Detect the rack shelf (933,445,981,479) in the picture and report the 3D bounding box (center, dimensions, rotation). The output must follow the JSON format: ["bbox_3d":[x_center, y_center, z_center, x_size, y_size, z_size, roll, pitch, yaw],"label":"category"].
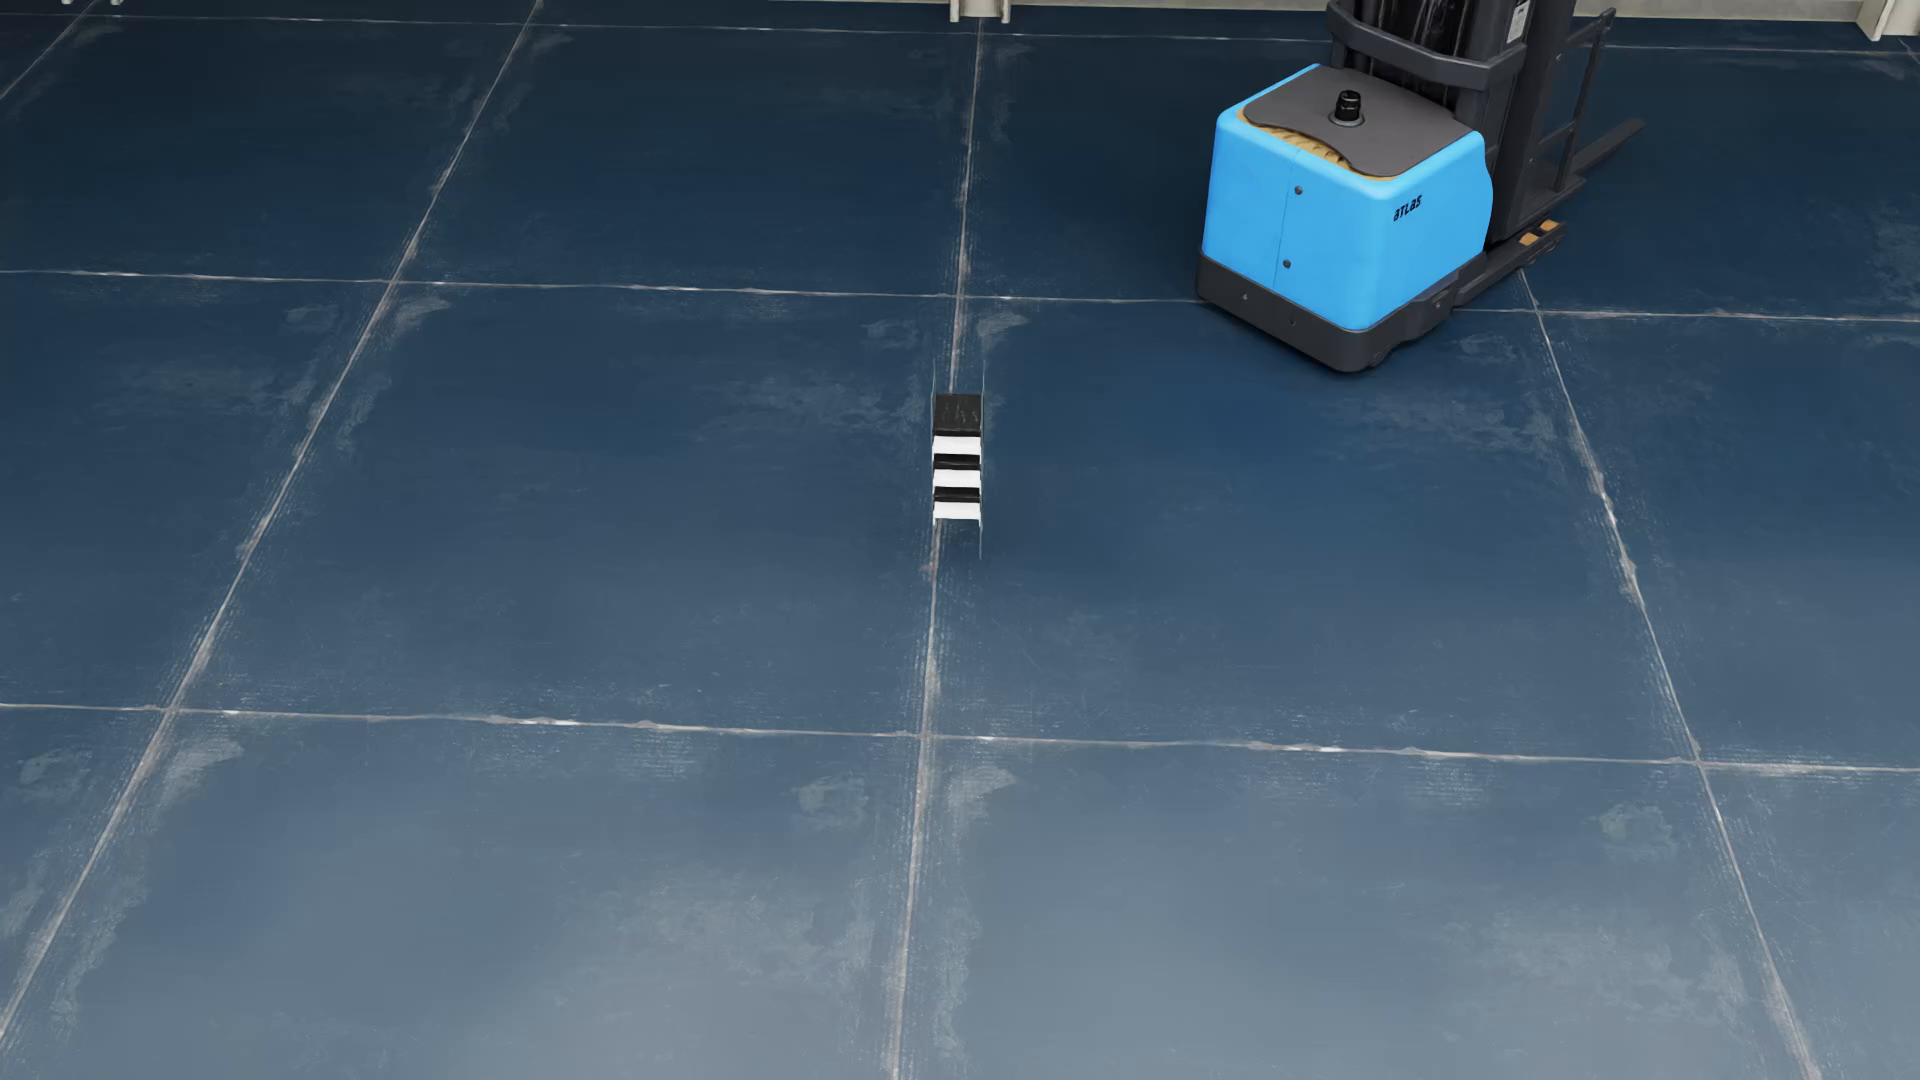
[{"bbox_3d":[-0.008,-0.371,6.990,0.200,0.077,0.258,2,43,2],"label":"rack shelf"}]

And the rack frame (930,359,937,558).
[{"bbox_3d":[-0.110,-0.333,7.032,0.006,0.900,0.240,2,43,2],"label":"rack frame"}]

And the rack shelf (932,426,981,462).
[{"bbox_3d":[-0.008,-0.437,6.929,0.200,0.077,0.258,2,43,2],"label":"rack shelf"}]

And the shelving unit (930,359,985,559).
[{"bbox_3d":[-0.008,-0.330,7.029,0.210,0.900,0.258,2,43,2],"label":"shelving unit"}]

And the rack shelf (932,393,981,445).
[{"bbox_3d":[-0.008,-0.503,6.868,0.200,0.077,0.258,2,43,2],"label":"rack shelf"}]

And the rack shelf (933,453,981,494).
[{"bbox_3d":[-0.008,-0.305,7.052,0.200,0.077,0.258,2,43,2],"label":"rack shelf"}]

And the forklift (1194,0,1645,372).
[{"bbox_3d":[2.631,-2.778,8.167,3.031,2.935,1.130,-33,52,-30],"label":"forklift"}]

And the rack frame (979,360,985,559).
[{"bbox_3d":[0.093,-0.326,7.026,0.006,0.900,0.240,2,43,2],"label":"rack frame"}]

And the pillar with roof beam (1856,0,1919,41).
[{"bbox_3d":[5.938,-3.710,4.716,0.400,9.000,9.100,2,43,2],"label":"pillar with roof beam"}]

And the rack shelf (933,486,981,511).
[{"bbox_3d":[-0.008,-0.239,7.113,0.200,0.077,0.258,2,43,2],"label":"rack shelf"}]

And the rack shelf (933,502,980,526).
[{"bbox_3d":[-0.008,-0.173,7.174,0.200,0.077,0.258,2,43,2],"label":"rack shelf"}]
